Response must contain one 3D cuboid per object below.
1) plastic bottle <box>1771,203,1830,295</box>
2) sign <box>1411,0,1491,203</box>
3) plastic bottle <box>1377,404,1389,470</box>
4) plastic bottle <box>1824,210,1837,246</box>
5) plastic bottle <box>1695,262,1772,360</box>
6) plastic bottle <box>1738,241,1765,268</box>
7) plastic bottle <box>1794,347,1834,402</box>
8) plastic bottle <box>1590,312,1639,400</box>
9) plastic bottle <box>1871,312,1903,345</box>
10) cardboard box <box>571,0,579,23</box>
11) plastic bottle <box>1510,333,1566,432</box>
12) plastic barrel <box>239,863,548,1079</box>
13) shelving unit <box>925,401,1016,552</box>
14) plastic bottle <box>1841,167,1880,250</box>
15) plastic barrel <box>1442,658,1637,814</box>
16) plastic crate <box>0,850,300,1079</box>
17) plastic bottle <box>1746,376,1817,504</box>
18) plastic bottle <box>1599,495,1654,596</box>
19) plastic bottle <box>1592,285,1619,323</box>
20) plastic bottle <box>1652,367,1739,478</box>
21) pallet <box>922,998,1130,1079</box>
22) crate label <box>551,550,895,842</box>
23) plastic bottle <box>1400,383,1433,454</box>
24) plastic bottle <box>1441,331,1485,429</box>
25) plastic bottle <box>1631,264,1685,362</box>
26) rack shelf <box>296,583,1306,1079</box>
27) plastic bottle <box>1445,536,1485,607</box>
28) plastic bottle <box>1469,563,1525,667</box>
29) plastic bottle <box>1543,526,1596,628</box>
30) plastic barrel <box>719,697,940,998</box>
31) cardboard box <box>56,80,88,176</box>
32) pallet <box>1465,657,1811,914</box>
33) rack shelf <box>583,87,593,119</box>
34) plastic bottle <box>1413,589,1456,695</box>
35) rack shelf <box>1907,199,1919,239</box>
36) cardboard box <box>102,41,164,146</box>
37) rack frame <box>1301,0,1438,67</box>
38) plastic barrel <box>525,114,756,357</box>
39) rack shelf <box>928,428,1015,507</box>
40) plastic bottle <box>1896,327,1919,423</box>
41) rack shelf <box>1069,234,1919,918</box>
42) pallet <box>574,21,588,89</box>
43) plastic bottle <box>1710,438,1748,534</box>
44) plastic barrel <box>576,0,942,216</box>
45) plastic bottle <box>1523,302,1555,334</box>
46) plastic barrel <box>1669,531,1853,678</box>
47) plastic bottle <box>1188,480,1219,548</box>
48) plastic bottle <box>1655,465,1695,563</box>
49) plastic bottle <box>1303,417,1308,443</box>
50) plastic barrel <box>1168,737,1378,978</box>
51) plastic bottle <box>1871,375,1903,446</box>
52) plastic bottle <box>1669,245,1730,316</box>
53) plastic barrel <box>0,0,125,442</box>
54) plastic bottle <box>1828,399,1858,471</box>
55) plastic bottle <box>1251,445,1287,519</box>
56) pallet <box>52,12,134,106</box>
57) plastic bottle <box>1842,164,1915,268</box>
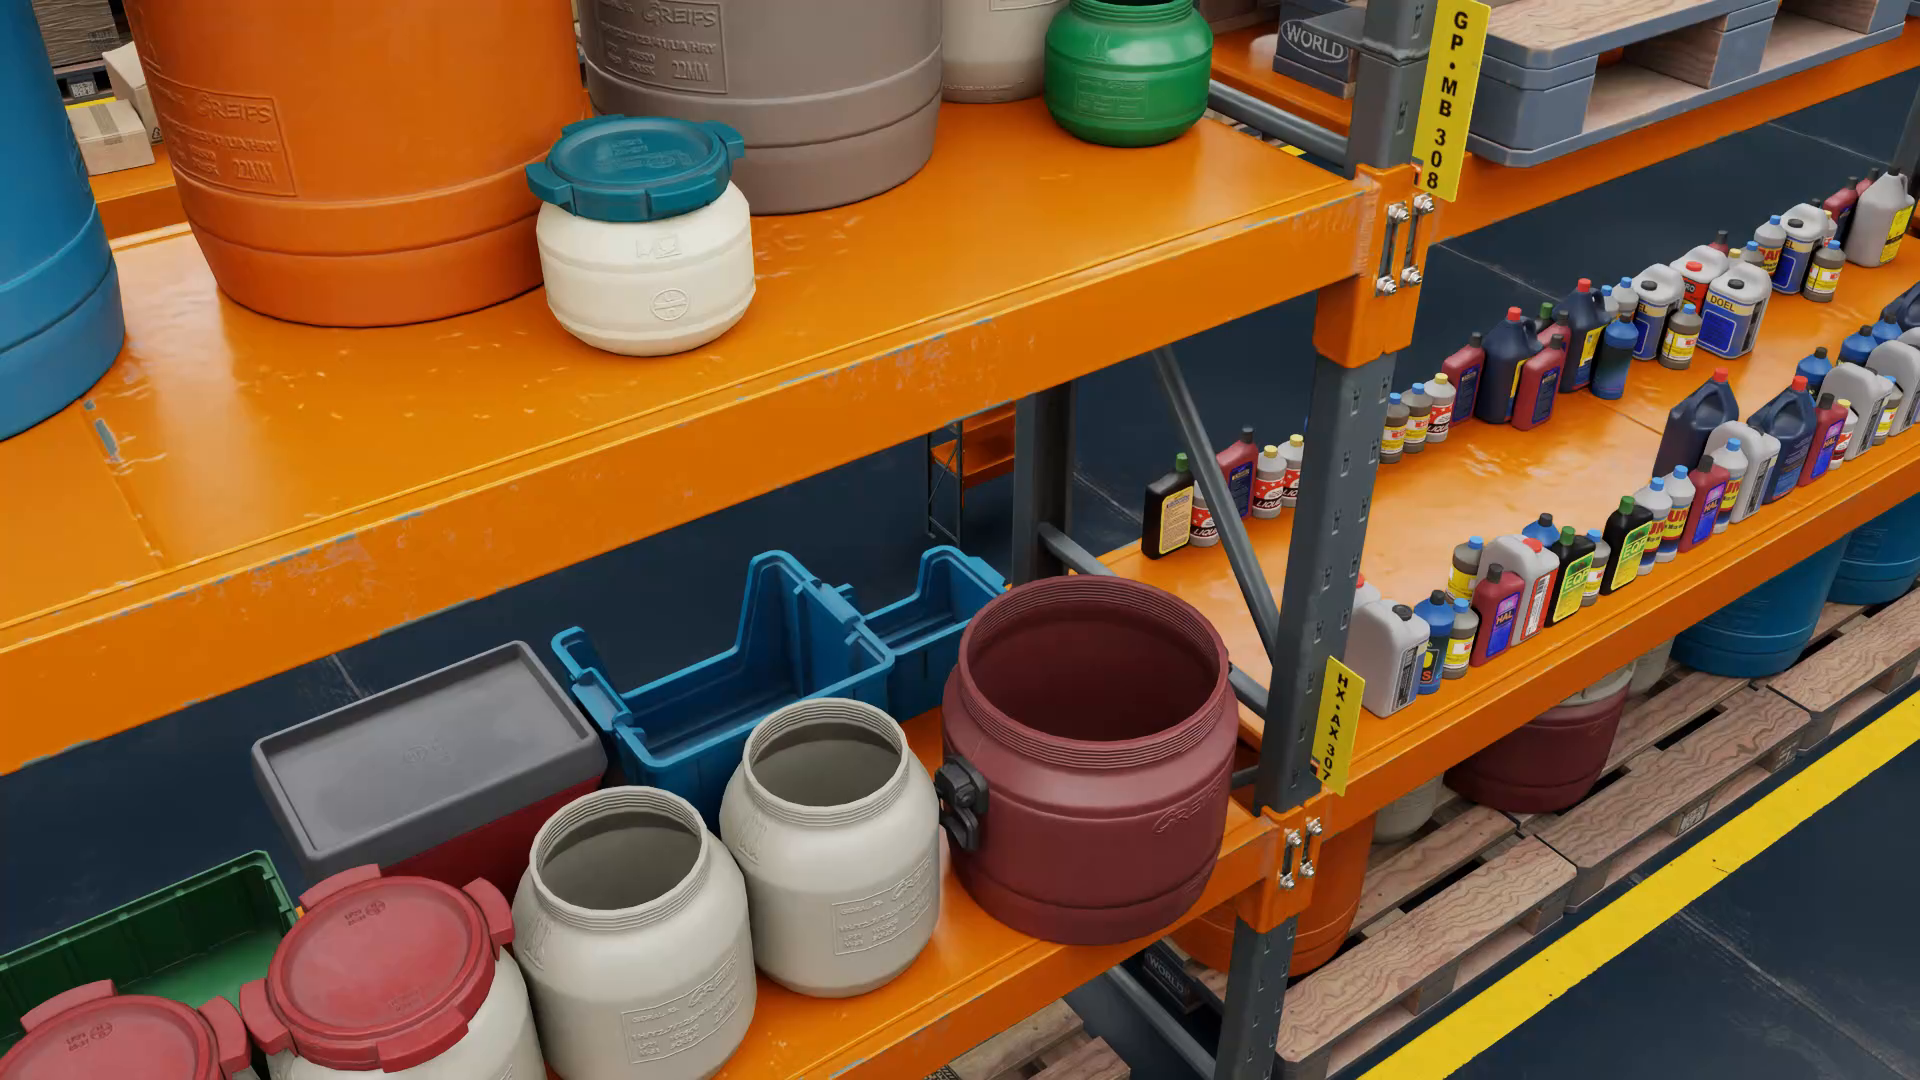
[{"bbox_3d":[2.840,-0.998,5.675,0.135,0.276,0.152,-22,41,-28],"label":"plastic bottle"},{"bbox_3d":[0.790,-0.715,2.696,0.005,0.325,0.100,-22,41,-28],"label":"sign"},{"bbox_3d":[1.164,-0.326,4.745,0.097,0.271,0.097,0,36,0],"label":"plastic bottle"},{"bbox_3d":[2.999,-1.053,5.815,0.097,0.201,0.097,0,36,0],"label":"plastic bottle"},{"bbox_3d":[2.470,-0.737,5.312,0.135,0.276,0.152,-22,41,-28],"label":"plastic bottle"},{"bbox_3d":[2.650,-0.909,5.615,0.097,0.201,0.097,0,36,0],"label":"plastic bottle"},{"bbox_3d":[2.504,-0.444,4.908,0.097,0.271,0.097,0,36,0],"label":"plastic bottle"},{"bbox_3d":[2.006,-0.570,5.083,0.097,0.271,0.097,0,36,0],"label":"plastic bottle"},{"bbox_3d":[2.803,-0.567,5.080,0.097,0.271,0.097,0,36,0],"label":"plastic bottle"},{"bbox_3d":[-1.933,-2.642,7.409,0.700,0.500,0.500,23,41,28],"label":"cardboard box"},{"bbox_3d":[1.721,-0.470,4.935,0.133,0.283,0.061,-22,41,-28],"label":"plastic bottle"},{"bbox_3d":[-0.940,0.881,2.840,0.433,0.535,0.433,0,36,0],"label":"plastic barrel"},{"bbox_3d":[0.135,-0.543,6.477,0.503,1.200,0.258,-22,41,-28],"label":"shelving unit"},{"bbox_3d":[3.192,-1.178,5.919,0.133,0.283,0.061,-22,41,-28],"label":"plastic bottle"},{"bbox_3d":[1.781,0.456,5.253,0.708,0.588,0.600,-22,41,-28],"label":"plastic barrel"},{"bbox_3d":[-1.541,0.911,3.096,0.662,0.188,0.450,-22,41,-28],"label":"plastic crate"},{"bbox_3d":[2.274,-0.290,4.626,0.185,0.351,0.144,-22,41,-28],"label":"plastic bottle"},{"bbox_3d":[1.710,0.000,4.281,0.133,0.283,0.061,-22,41,-28],"label":"plastic bottle"},{"bbox_3d":[2.003,-0.671,5.224,0.097,0.271,0.097,0,36,0],"label":"plastic bottle"},{"bbox_3d":[2.076,-0.317,4.664,0.185,0.351,0.144,-22,41,-28],"label":"plastic bottle"},{"bbox_3d":[-0.188,1.574,4.380,1.213,0.211,1.003,-22,41,-28],"label":"pallet"},{"bbox_3d":[-0.500,0.391,3.607,0.616,0.435,0.502,-22,41,-28],"label":"crate label"},{"bbox_3d":[1.324,-0.363,4.856,0.097,0.201,0.097,0,36,0],"label":"plastic bottle"},{"bbox_3d":[1.487,-0.477,4.944,0.133,0.283,0.061,-22,41,-28],"label":"plastic bottle"},{"bbox_3d":[2.193,-0.732,5.305,0.135,0.276,0.152,-22,41,-28],"label":"plastic bottle"},{"bbox_3d":[-1.167,1.165,3.178,4.000,0.370,1.077,-22,41,-28],"label":"rack shelf"},{"bbox_3d":[1.299,0.081,4.239,0.097,0.201,0.097,0,36,0],"label":"plastic bottle"},{"bbox_3d":[1.303,0.167,4.048,0.133,0.283,0.061,-22,41,-28],"label":"plastic bottle"},{"bbox_3d":[1.522,0.077,4.174,0.133,0.283,0.061,-22,41,-28],"label":"plastic bottle"},{"bbox_3d":[-0.250,0.603,3.247,0.421,0.512,0.421,0,36,0],"label":"plastic barrel"},{"bbox_3d":[-3.745,-1.634,6.367,0.500,0.500,0.500,-25,42,-30],"label":"cardboard box"},{"bbox_3d":[2.085,0.639,5.681,1.213,0.211,1.003,-22,41,-28],"label":"pallet"},{"bbox_3d":[-0.748,-2.546,8.337,4.000,0.370,1.077,-22,41,-28],"label":"rack shelf"},{"bbox_3d":[1.118,0.235,3.964,0.097,0.271,0.097,0,36,0],"label":"plastic bottle"},{"bbox_3d":[5.372,-1.526,6.919,4.000,0.370,1.077,-22,41,-28],"label":"rack shelf"},{"bbox_3d":[-3.225,-1.921,6.928,0.500,0.311,0.500,-23,42,-28],"label":"cardboard box"},{"bbox_3d":[0.468,-2.235,2.151,0.127,3.000,1.000,-22,41,-28],"label":"rack frame"},{"bbox_3d":[-0.437,-0.422,2.318,0.301,0.262,0.301,0,36,0],"label":"plastic barrel"},{"bbox_3d":[0.135,-0.327,6.632,0.480,0.148,0.258,-22,41,-28],"label":"rack shelf"},{"bbox_3d":[2.891,-0.516,5.004,0.135,0.276,0.152,-22,41,-28],"label":"plastic bottle"},{"bbox_3d":[2.103,-0.181,5.048,4.000,0.370,1.077,-22,41,-28],"label":"rack shelf"},{"bbox_3d":[-1.869,-2.349,7.611,1.003,0.211,1.213,-22,41,-28],"label":"pallet"},{"bbox_3d":[2.062,-0.153,4.504,0.097,0.271,0.097,0,36,0],"label":"plastic bottle"},{"bbox_3d":[-0.329,-1.049,2.641,0.600,0.901,0.600,0,36,0],"label":"plastic barrel"},{"bbox_3d":[1.747,-0.584,5.093,0.133,0.283,0.061,-22,41,-28],"label":"plastic bottle"},{"bbox_3d":[2.704,-0.051,5.689,0.708,0.901,0.600,-22,41,-28],"label":"plastic barrel"},{"bbox_3d":[0.657,-0.089,4.475,0.097,0.201,0.097,0,36,0],"label":"plastic bottle"},{"bbox_3d":[1.874,-0.076,4.397,0.097,0.271,0.097,0,36,0],"label":"plastic bottle"},{"bbox_3d":[1.005,-0.261,4.654,0.097,0.271,0.097,0,36,0],"label":"plastic bottle"},{"bbox_3d":[0.858,0.738,4.654,0.708,0.830,0.600,-22,41,-28],"label":"plastic barrel"},{"bbox_3d":[2.702,-0.388,4.891,0.097,0.201,0.097,0,36,0],"label":"plastic bottle"},{"bbox_3d":[2.383,-0.810,5.413,0.135,0.276,0.152,-22,41,-28],"label":"plastic bottle"},{"bbox_3d":[-1.442,-0.590,2.004,0.708,0.901,0.600,-22,41,-28],"label":"plastic barrel"},{"bbox_3d":[2.512,-0.310,4.782,0.097,0.201,0.097,0,36,0],"label":"plastic bottle"},{"bbox_3d":[0.846,-0.167,4.583,0.097,0.201,0.097,0,36,0],"label":"plastic bottle"},{"bbox_3d":[-5.879,-3.134,10.927,1.213,0.211,1.003,-22,41,-28],"label":"pallet"},{"bbox_3d":[3.230,-1.148,5.819,0.185,0.351,0.144,-22,41,-28],"label":"plastic bottle"}]
